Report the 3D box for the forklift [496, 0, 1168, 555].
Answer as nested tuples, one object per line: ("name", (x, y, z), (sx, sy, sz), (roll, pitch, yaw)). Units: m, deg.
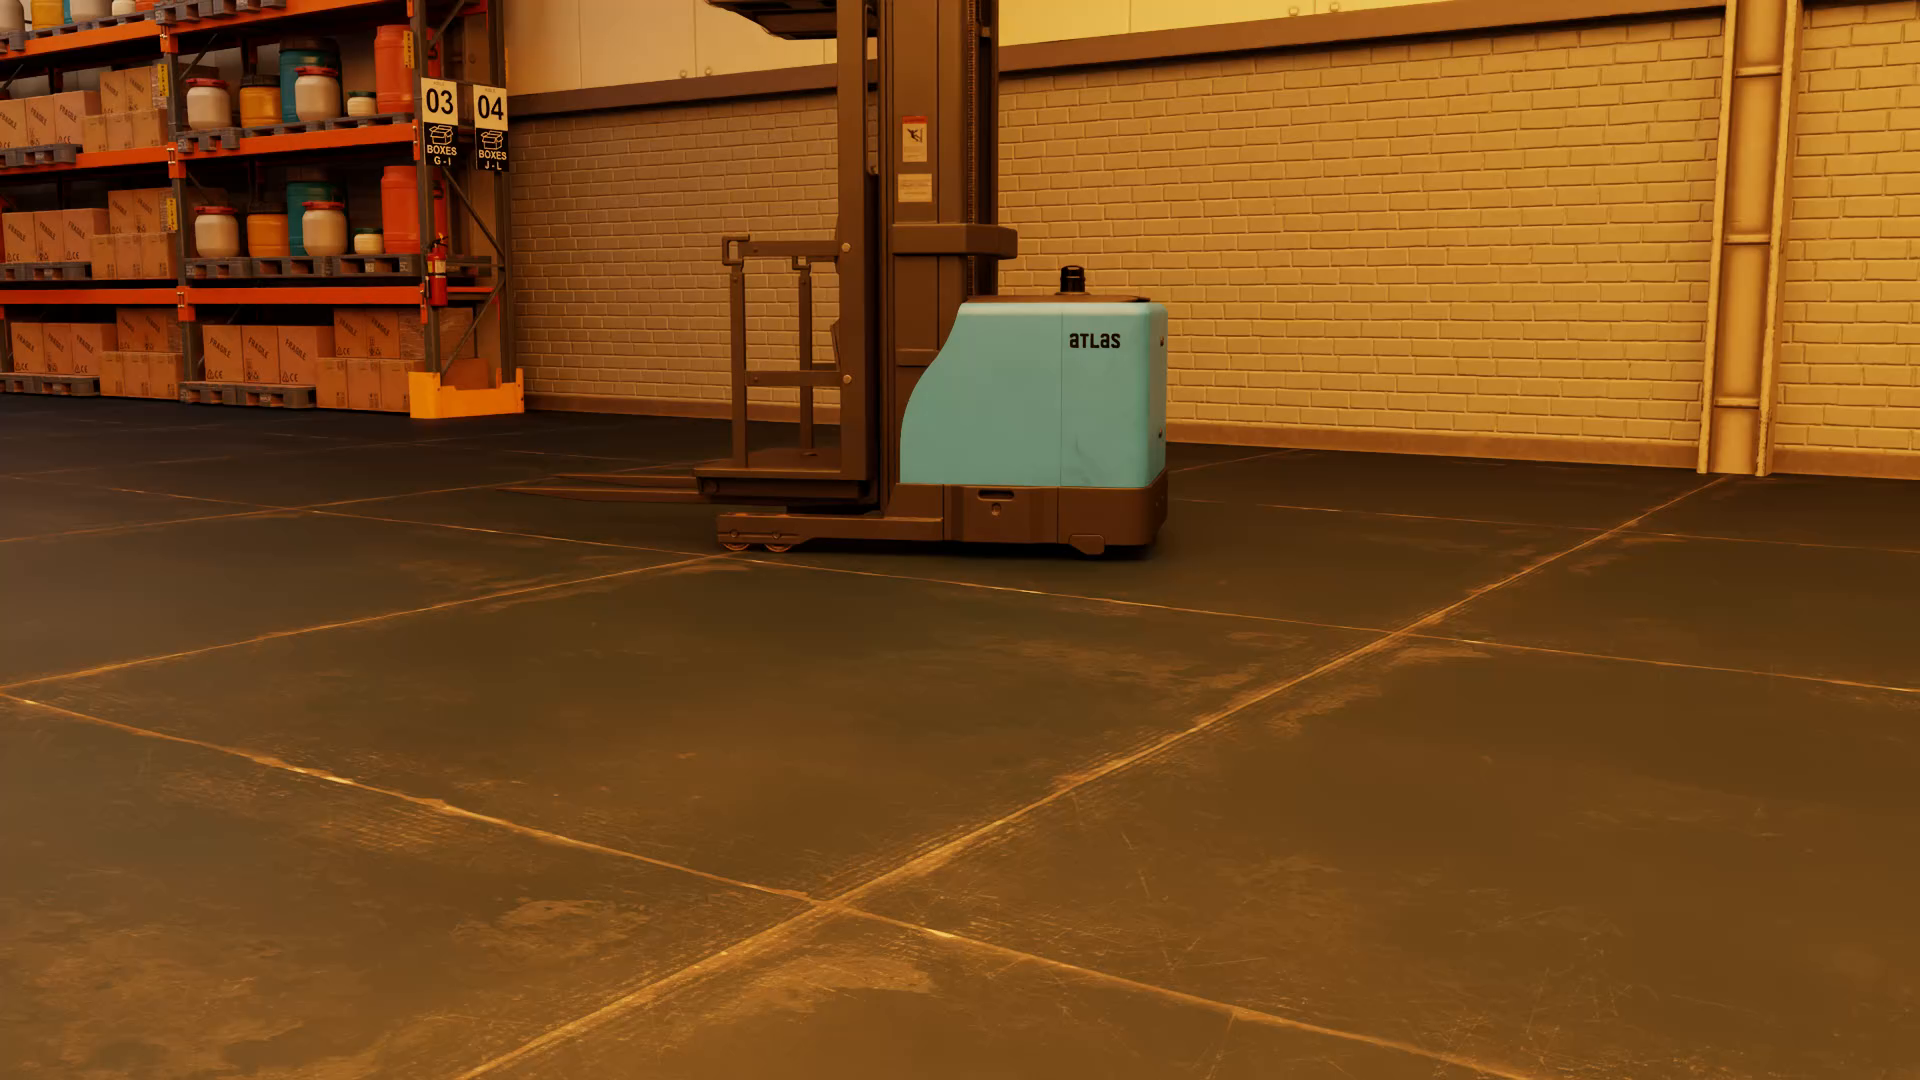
("forklift", (-0.596, -1.469, 7.520), (3.031, 2.935, 1.130), (2, 8, 12))
